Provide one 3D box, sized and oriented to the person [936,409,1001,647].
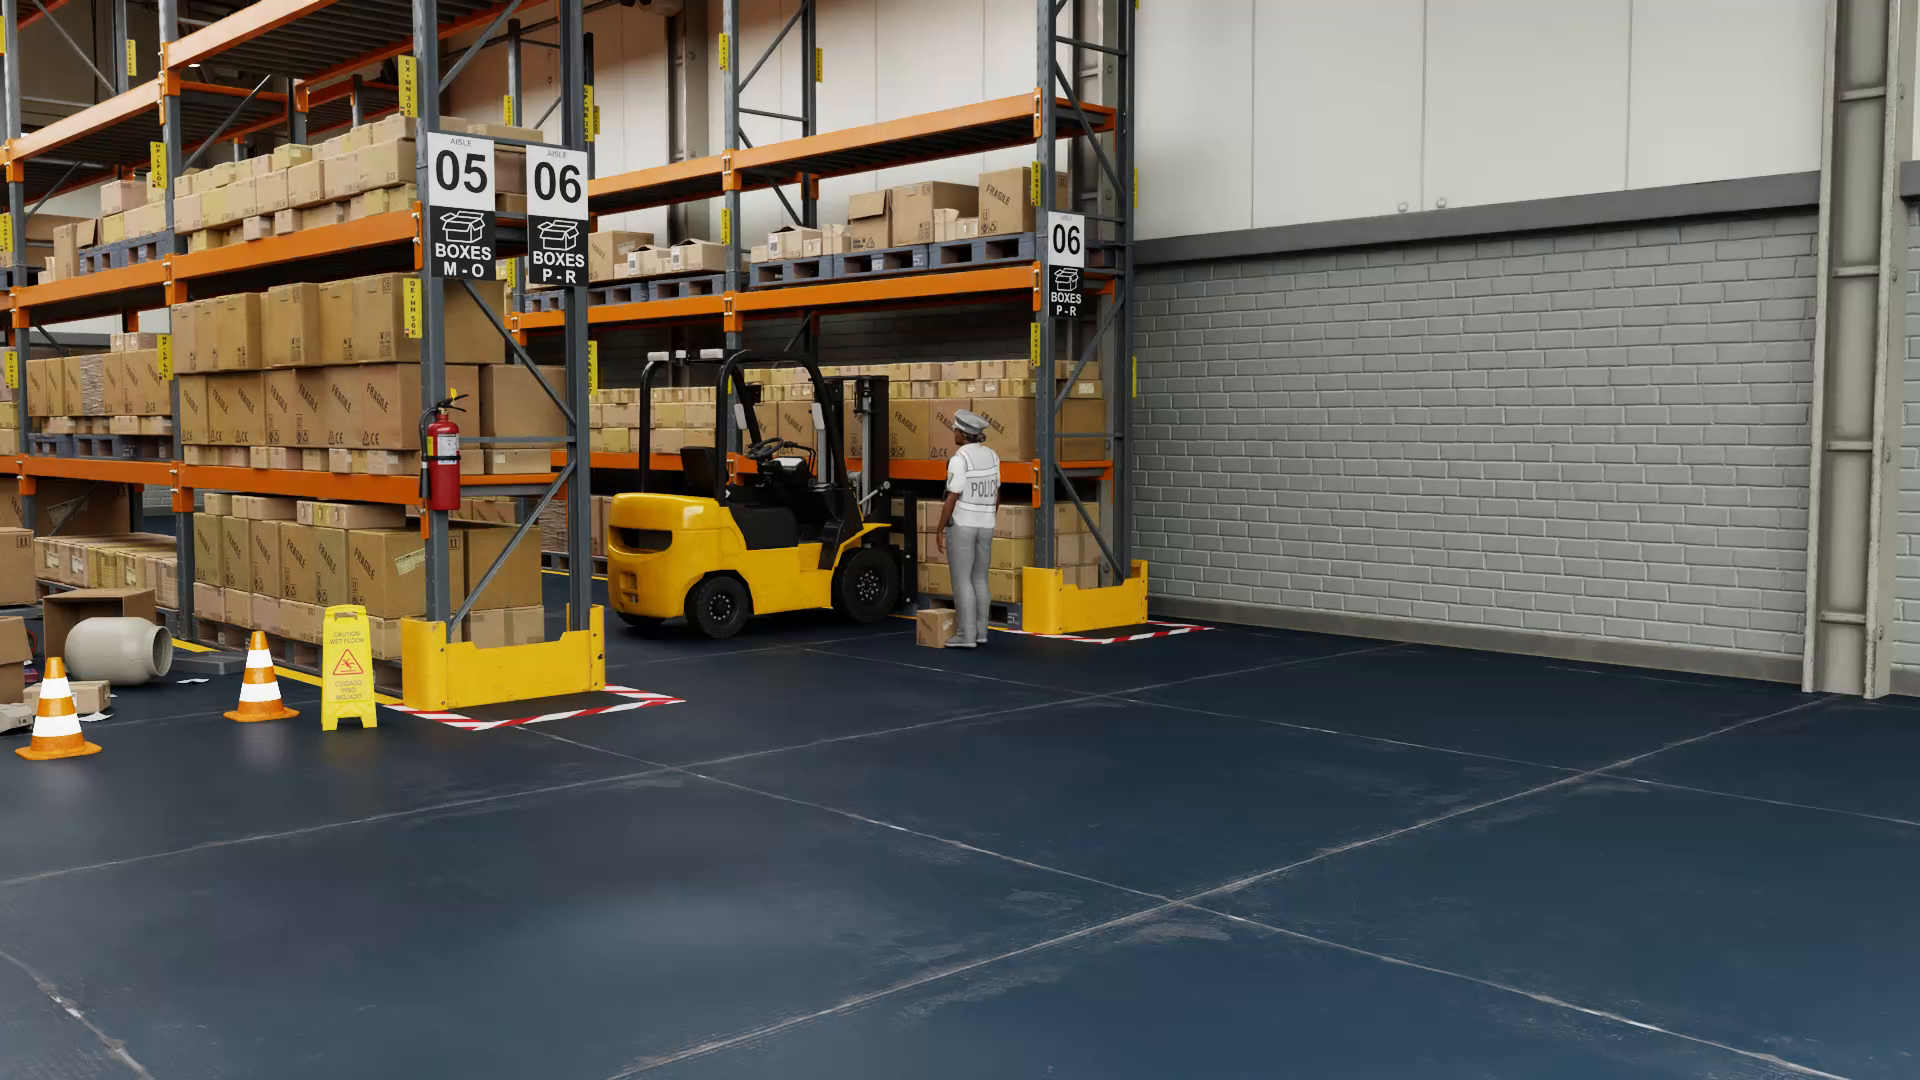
[{"bbox_3d":[0.027,-0.083,11.847,0.568,1.694,0.529,-4,6,-44],"label":"person"}]
